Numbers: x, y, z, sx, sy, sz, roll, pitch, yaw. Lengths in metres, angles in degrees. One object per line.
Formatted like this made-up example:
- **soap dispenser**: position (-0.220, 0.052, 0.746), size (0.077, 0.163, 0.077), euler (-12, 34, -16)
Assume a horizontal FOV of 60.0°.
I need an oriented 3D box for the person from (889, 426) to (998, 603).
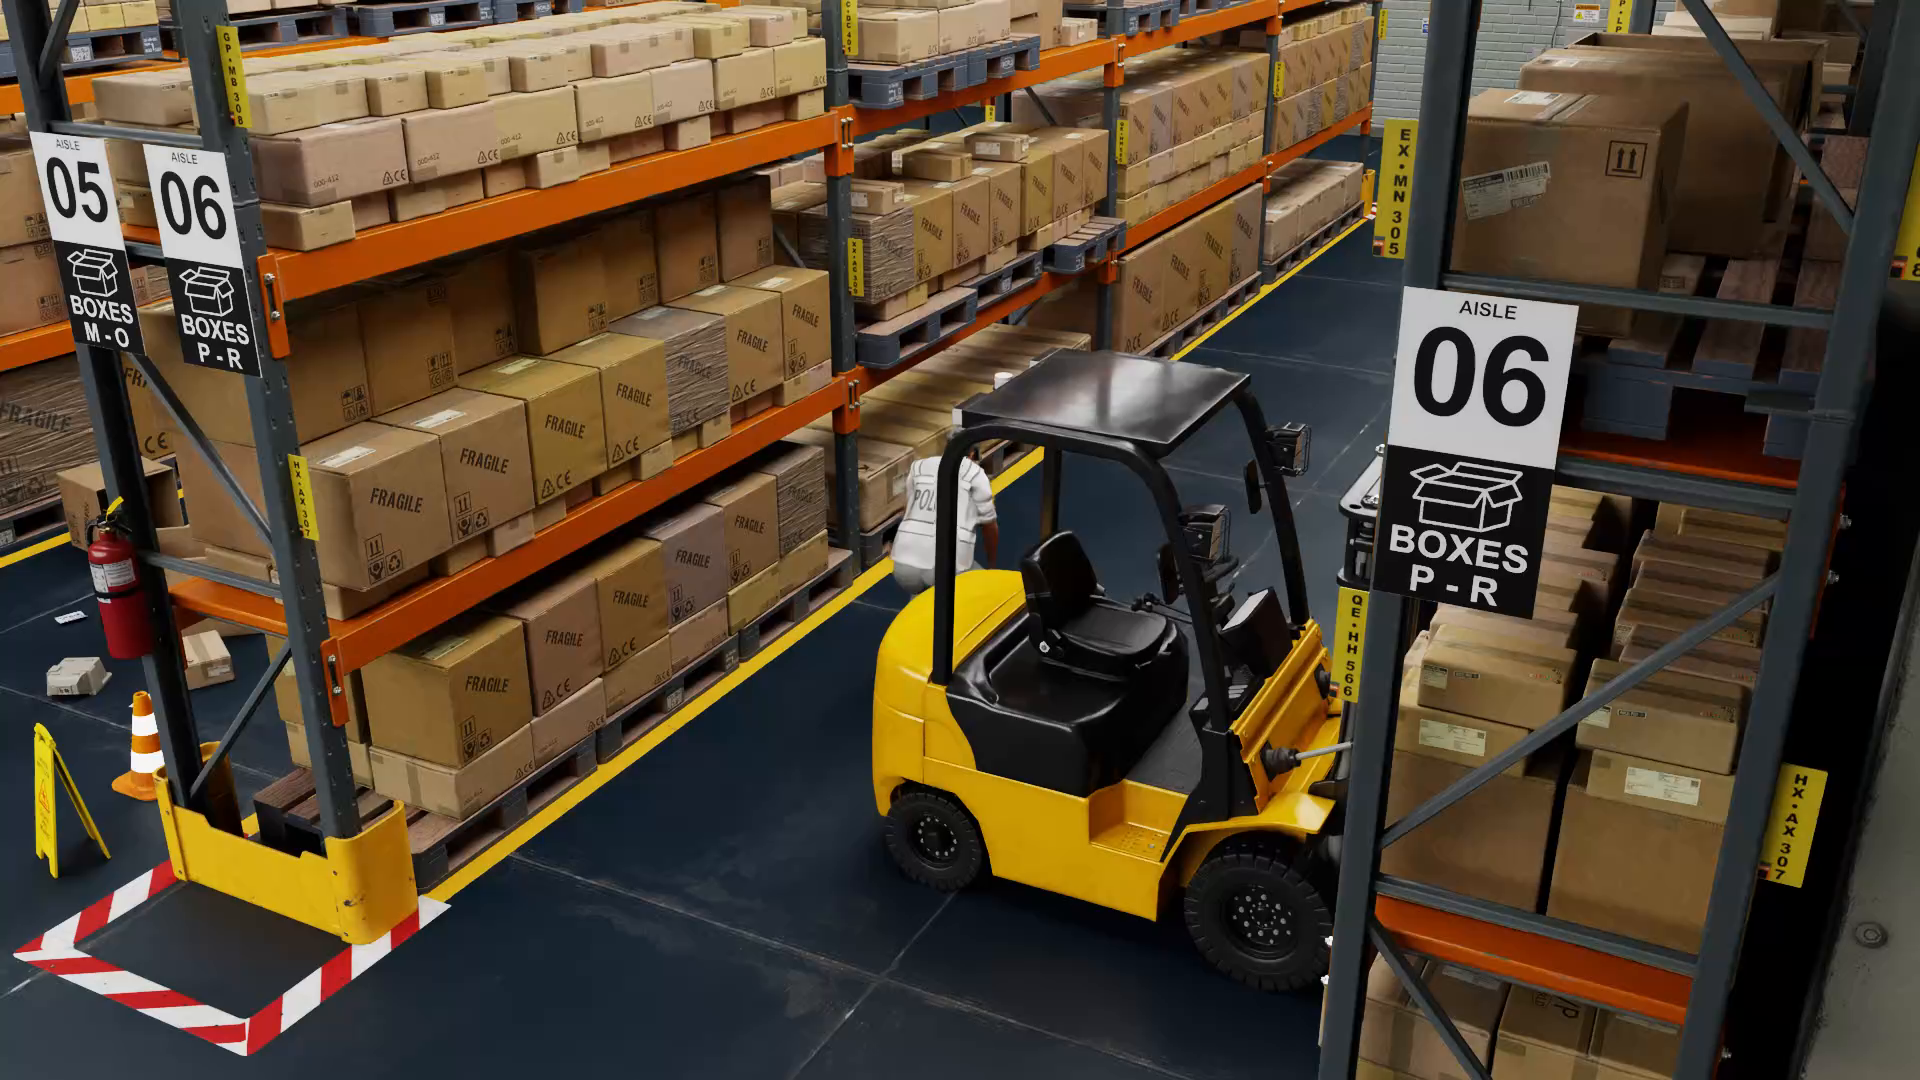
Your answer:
- **person**: position (-0.089, 0.077, 8.897), size (0.537, 1.294, 0.774), euler (11, 25, 24)
